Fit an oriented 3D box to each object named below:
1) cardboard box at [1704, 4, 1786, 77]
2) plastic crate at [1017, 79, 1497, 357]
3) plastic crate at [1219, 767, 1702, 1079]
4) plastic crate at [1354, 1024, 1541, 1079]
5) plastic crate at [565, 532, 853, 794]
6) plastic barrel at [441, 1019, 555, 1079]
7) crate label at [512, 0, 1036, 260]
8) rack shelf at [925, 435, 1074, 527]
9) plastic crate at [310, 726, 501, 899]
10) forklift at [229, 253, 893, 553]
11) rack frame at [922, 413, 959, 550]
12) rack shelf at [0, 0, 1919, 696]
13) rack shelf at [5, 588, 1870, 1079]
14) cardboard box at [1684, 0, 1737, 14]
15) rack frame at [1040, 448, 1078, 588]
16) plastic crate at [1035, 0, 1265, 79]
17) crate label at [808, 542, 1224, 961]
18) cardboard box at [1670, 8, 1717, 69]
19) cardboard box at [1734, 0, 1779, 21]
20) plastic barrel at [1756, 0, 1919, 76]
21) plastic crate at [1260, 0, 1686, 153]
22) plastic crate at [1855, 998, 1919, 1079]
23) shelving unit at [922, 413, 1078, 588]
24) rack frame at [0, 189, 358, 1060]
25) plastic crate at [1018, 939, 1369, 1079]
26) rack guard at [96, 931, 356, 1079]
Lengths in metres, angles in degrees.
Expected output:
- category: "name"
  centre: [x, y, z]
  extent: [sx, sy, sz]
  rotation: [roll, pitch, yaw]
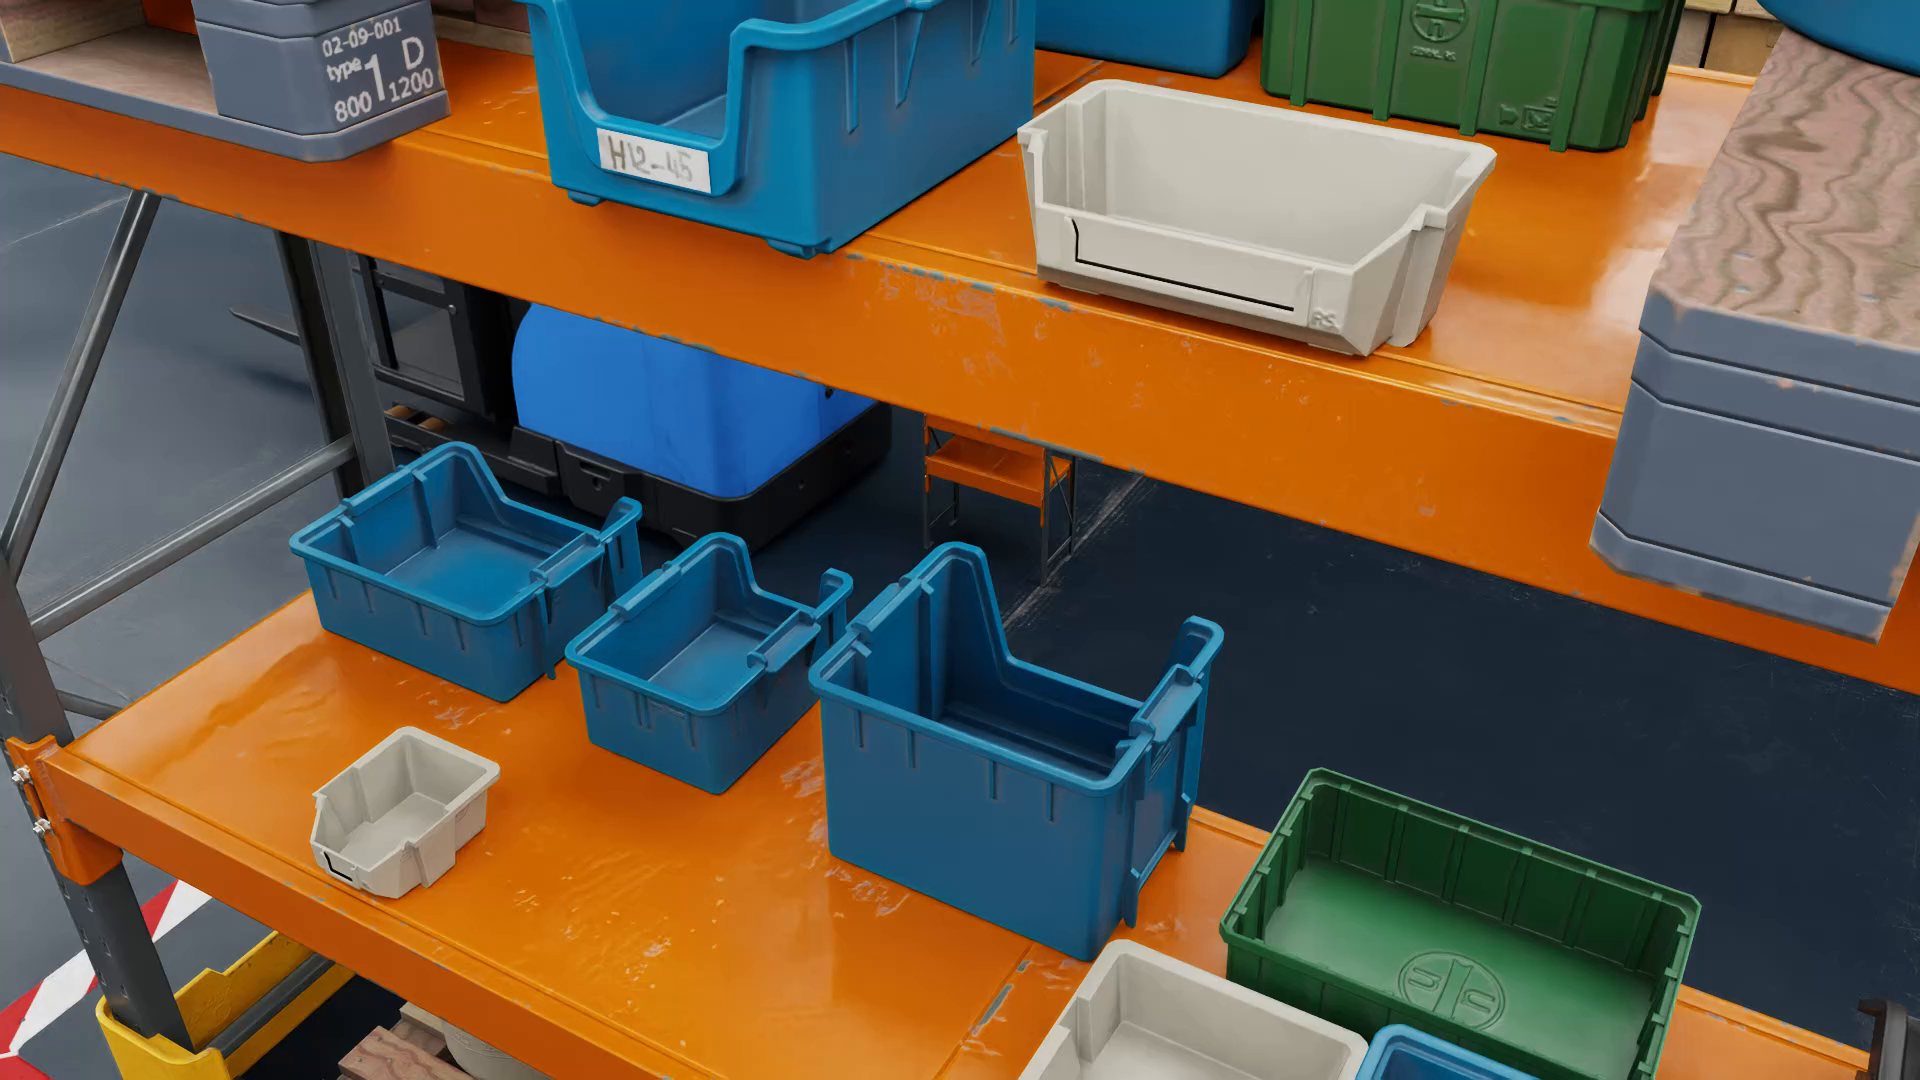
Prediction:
- category: "cardboard box"
  centre: [3.022, -1.727, 6.047]
  extent: [0.500, 0.500, 0.700]
  rotation: [18, 38, 25]
- category: "plastic crate"
  centre: [0.250, -0.288, 1.507]
  extent: [0.396, 0.136, 0.243]
  rotation: [18, 37, 24]
- category: "plastic crate"
  centre: [0.805, 0.677, 2.718]
  extent: [0.662, 0.188, 0.450]
  rotation: [18, 37, 24]
- category: "plastic crate"
  centre: [0.748, 0.986, 2.197]
  extent: [0.616, 0.251, 0.499]
  rotation: [18, 37, 24]
- category: "plastic crate"
  centre: [-0.485, 0.235, 3.325]
  extent: [0.408, 0.251, 0.499]
  rotation: [18, 37, 24]
- category: "plastic barrel"
  centre: [-1.020, 1.003, 3.904]
  extent: [0.421, 0.512, 0.421]
  rotation: [0, 34, 0]
- category: "crate label"
  centre: [-0.168, -0.515, 1.745]
  extent: [0.408, 0.251, 0.502]
  rotation: [18, 37, 24]
- category: "rack shelf"
  centre: [0.144, -0.233, 5.996]
  extent: [0.480, 0.148, 0.258]
  rotation: [18, 37, 24]
- category: "plastic crate"
  centre: [-1.012, 0.509, 3.018]
  extent: [0.250, 0.136, 0.298]
  rotation: [18, 37, 24]
- category: "forklift"
  centre: [-0.120, -0.853, 4.193]
  extent: [8.240, 3.703, 3.137]
  rotation: [19, 38, 26]
- category: "rack frame"
  centre: [-0.068, -0.521, 5.950]
  extent: [0.015, 1.200, 0.240]
  rotation: [18, 37, 24]
- category: "rack shelf"
  centre: [0.107, -0.401, 2.089]
  extent: [4.000, 0.370, 1.077]
  rotation: [18, 37, 24]
- category: "rack shelf"
  centre: [0.107, 0.847, 2.920]
  extent: [4.000, 0.370, 1.077]
  rotation: [18, 37, 24]
- category: "cardboard box"
  centre: [2.629, -1.990, 5.856]
  extent: [0.250, 0.149, 0.380]
  rotation: [19, 38, 26]
- category: "rack frame"
  centre: [0.356, -0.387, 5.748]
  extent: [0.015, 1.200, 0.240]
  rotation: [18, 37, 24]
- category: "plastic crate"
  centre: [0.176, -0.864, 2.150]
  extent: [0.575, 0.384, 0.392]
  rotation: [18, 37, 24]
- category: "crate label"
  centre: [0.103, 0.359, 2.972]
  extent: [0.616, 0.435, 0.502]
  rotation: [18, 37, 24]
- category: "cardboard box"
  centre: [2.576, -1.867, 6.258]
  extent: [0.500, 0.500, 0.700]
  rotation: [19, 38, 26]
- category: "cardboard box"
  centre: [4.945, -1.866, 4.487]
  extent: [4.934, 1.460, 0.703]
  rotation: [19, 38, 26]
- category: "plastic barrel"
  centre: [1.033, -0.859, 1.297]
  extent: [0.708, 0.901, 0.600]
  rotation: [18, 37, 24]
- category: "plastic crate"
  centre: [0.609, -0.627, 1.971]
  extent: [0.450, 0.188, 0.336]
  rotation: [18, 37, 24]
- category: "plastic crate"
  centre: [1.452, 0.919, 2.220]
  extent: [0.504, 0.338, 0.767]
  rotation: [18, 37, 24]
- category: "shelving unit"
  centre: [0.144, -0.454, 5.849]
  extent: [0.503, 1.200, 0.258]
  rotation: [18, 37, 24]
- category: "rack frame"
  centre: [-1.631, -0.001, 3.545]
  extent: [0.053, 2.616, 0.949]
  rotation: [18, 37, 24]
- category: "plastic crate"
  centre: [0.308, 0.883, 2.456]
  extent: [0.437, 0.136, 0.530]
  rotation: [18, 37, 24]
- category: "rack guard"
  centre: [-1.540, 1.037, 4.242]
  extent: [0.348, 0.500, 1.175]
  rotation: [18, 37, 24]
